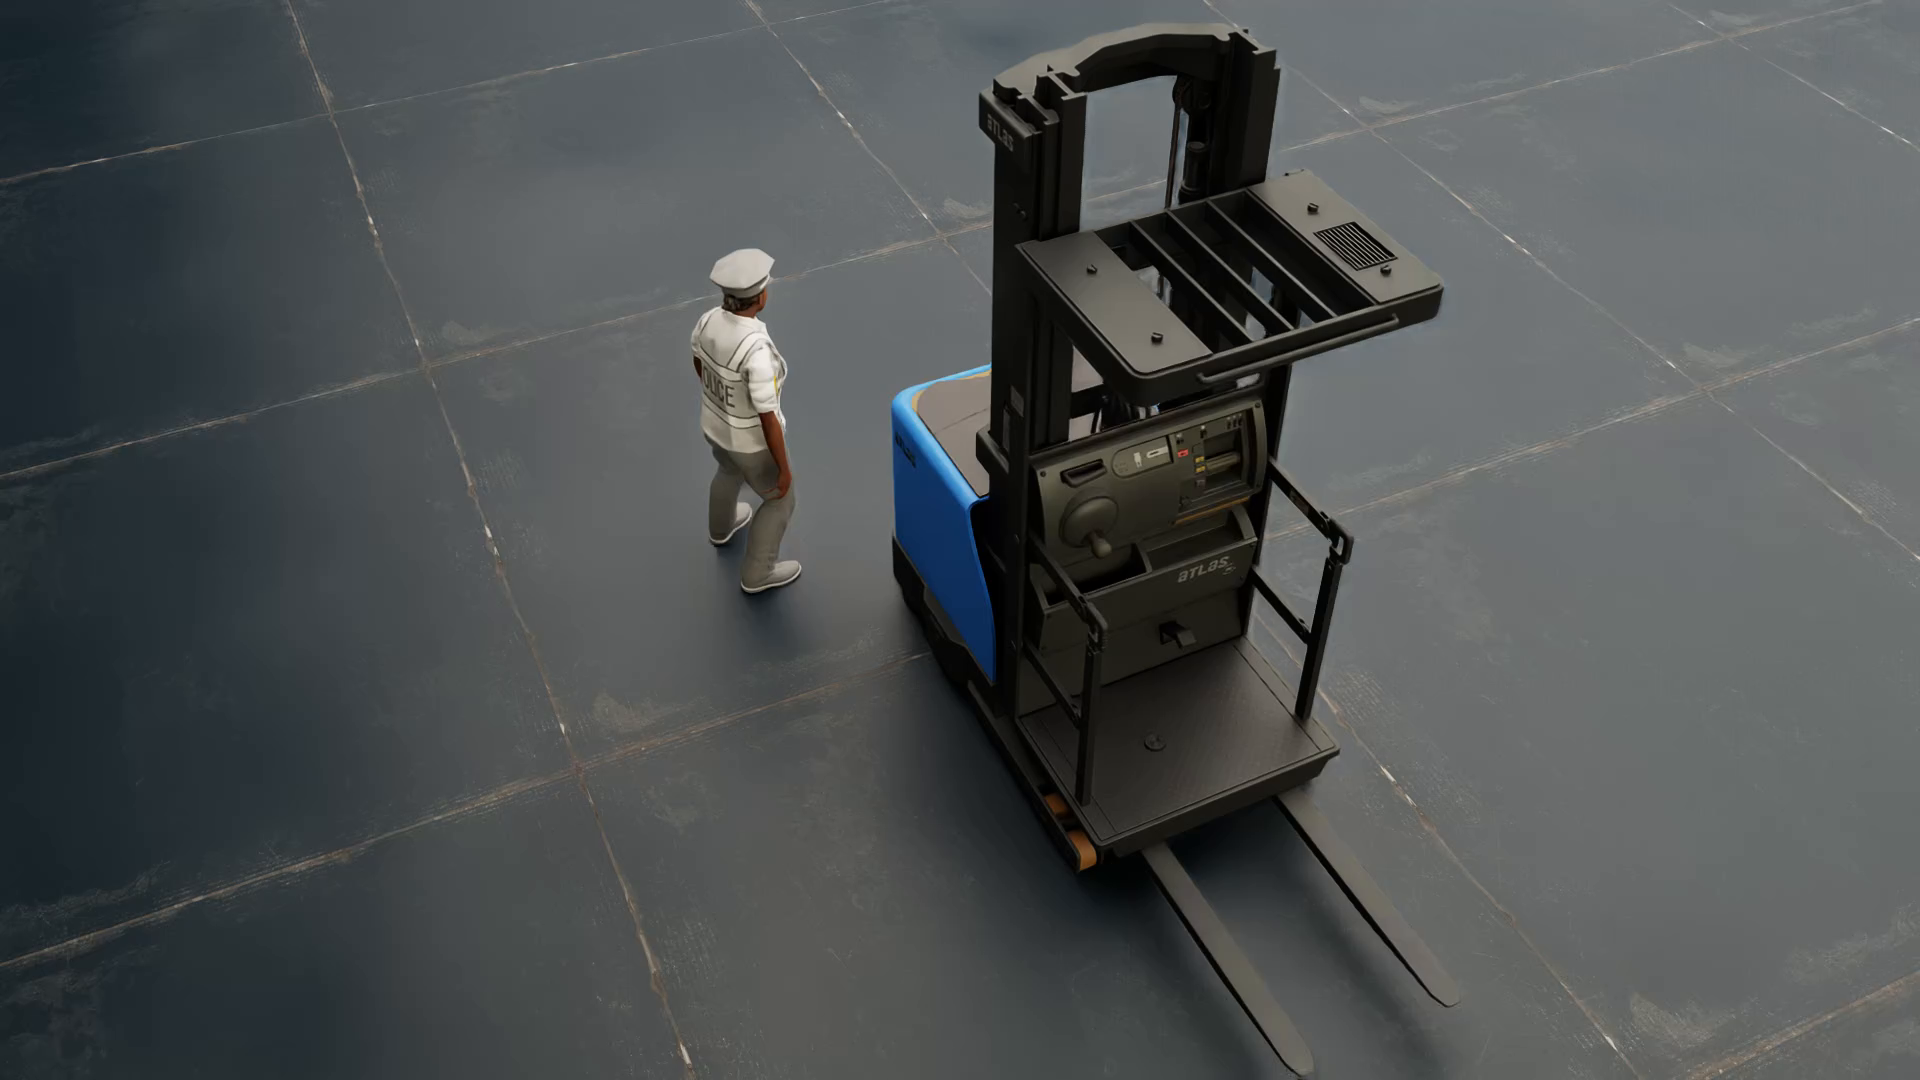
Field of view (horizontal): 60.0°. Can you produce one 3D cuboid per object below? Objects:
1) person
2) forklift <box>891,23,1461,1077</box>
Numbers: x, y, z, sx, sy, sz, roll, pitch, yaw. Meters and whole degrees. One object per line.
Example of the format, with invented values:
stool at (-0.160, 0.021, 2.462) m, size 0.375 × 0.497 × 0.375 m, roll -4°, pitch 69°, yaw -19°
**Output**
person at (-0.927, -0.493, 7.164) m, size 0.379 × 1.635 × 0.741 m, roll -31°, pitch 51°, yaw -29°
forklift at (0.789, -0.137, 5.827) m, size 1.130 × 2.935 × 3.031 m, roll -18°, pitch 46°, yaw -18°
